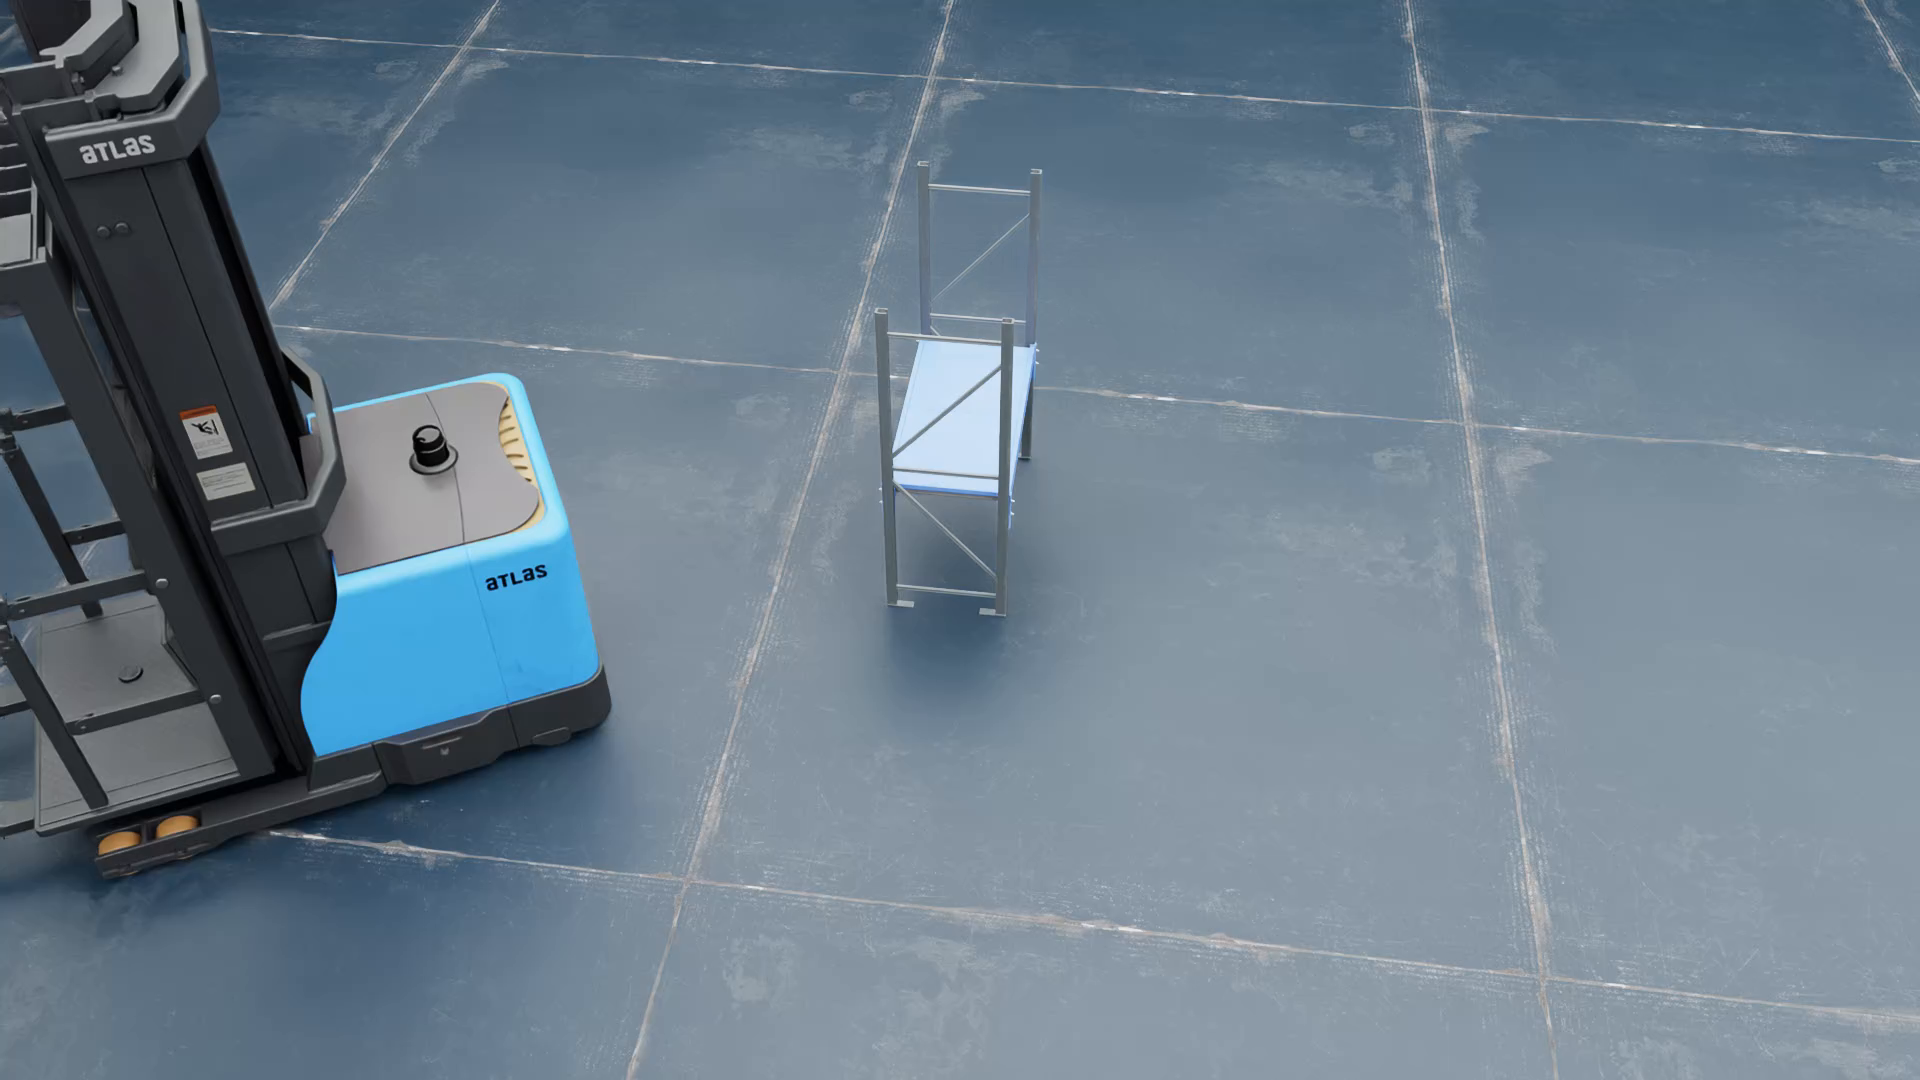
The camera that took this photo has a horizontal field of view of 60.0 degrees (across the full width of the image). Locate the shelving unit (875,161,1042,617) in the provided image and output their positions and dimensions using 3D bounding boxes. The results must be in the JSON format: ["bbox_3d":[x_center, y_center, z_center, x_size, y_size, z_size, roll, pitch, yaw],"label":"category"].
[{"bbox_3d":[0.011,-0.603,6.818,0.538,1.500,1.048,5,44,6],"label":"shelving unit"}]

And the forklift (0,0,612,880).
[{"bbox_3d":[-2.927,-0.269,5.424,3.031,2.935,1.130,-15,46,-15],"label":"forklift"}]

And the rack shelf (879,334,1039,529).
[{"bbox_3d":[0.011,-0.472,6.942,0.538,0.185,1.000,5,44,6],"label":"rack shelf"}]

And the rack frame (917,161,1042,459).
[{"bbox_3d":[0.078,-0.949,7.184,0.500,1.500,0.032,5,44,6],"label":"rack frame"}]

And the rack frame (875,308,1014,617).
[{"bbox_3d":[-0.056,-0.256,6.452,0.500,1.500,0.032,5,44,6],"label":"rack frame"}]
